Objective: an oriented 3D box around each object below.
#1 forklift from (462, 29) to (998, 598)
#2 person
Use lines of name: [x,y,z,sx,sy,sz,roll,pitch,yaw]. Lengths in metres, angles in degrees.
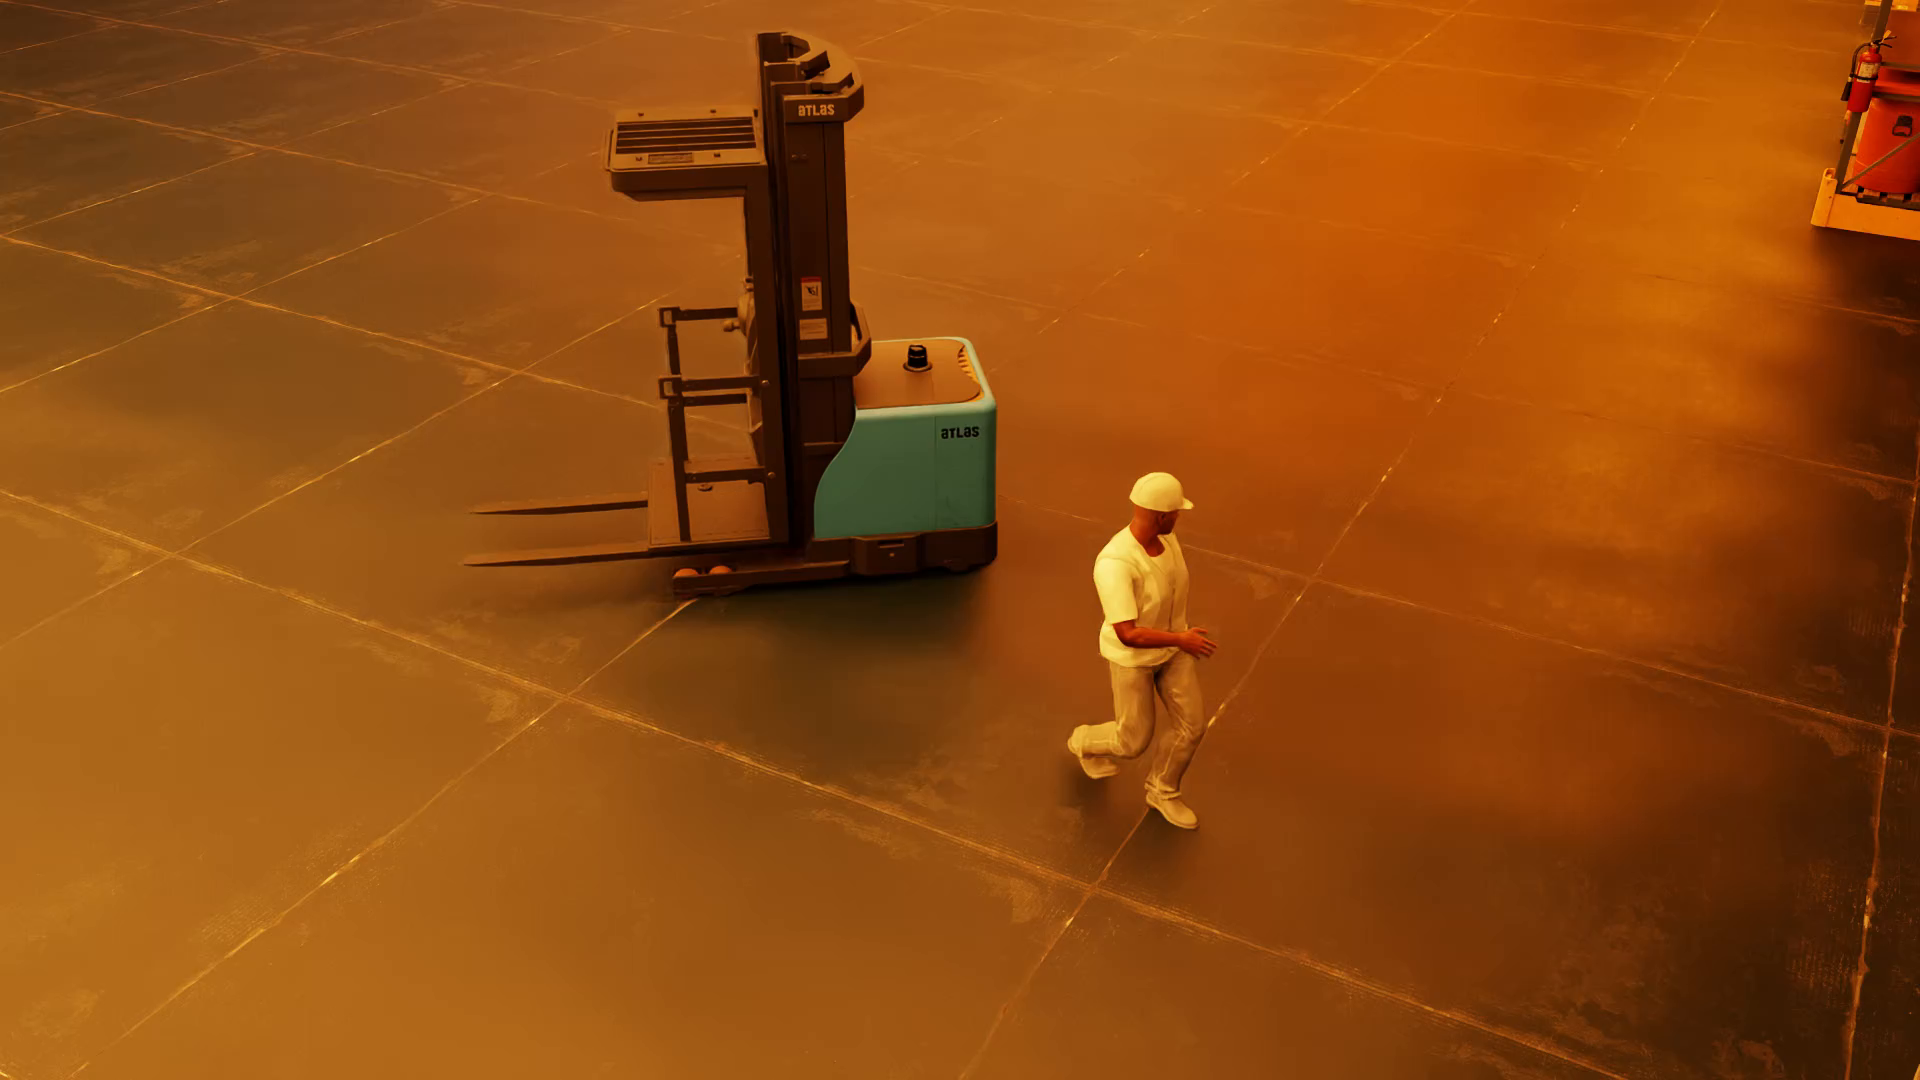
forklift: [-1.345,-1.222,9.189,3.031,2.935,1.130,-4,30,-8]
person: [0.842,0.460,7.529,0.654,1.693,0.790,-20,36,-31]
